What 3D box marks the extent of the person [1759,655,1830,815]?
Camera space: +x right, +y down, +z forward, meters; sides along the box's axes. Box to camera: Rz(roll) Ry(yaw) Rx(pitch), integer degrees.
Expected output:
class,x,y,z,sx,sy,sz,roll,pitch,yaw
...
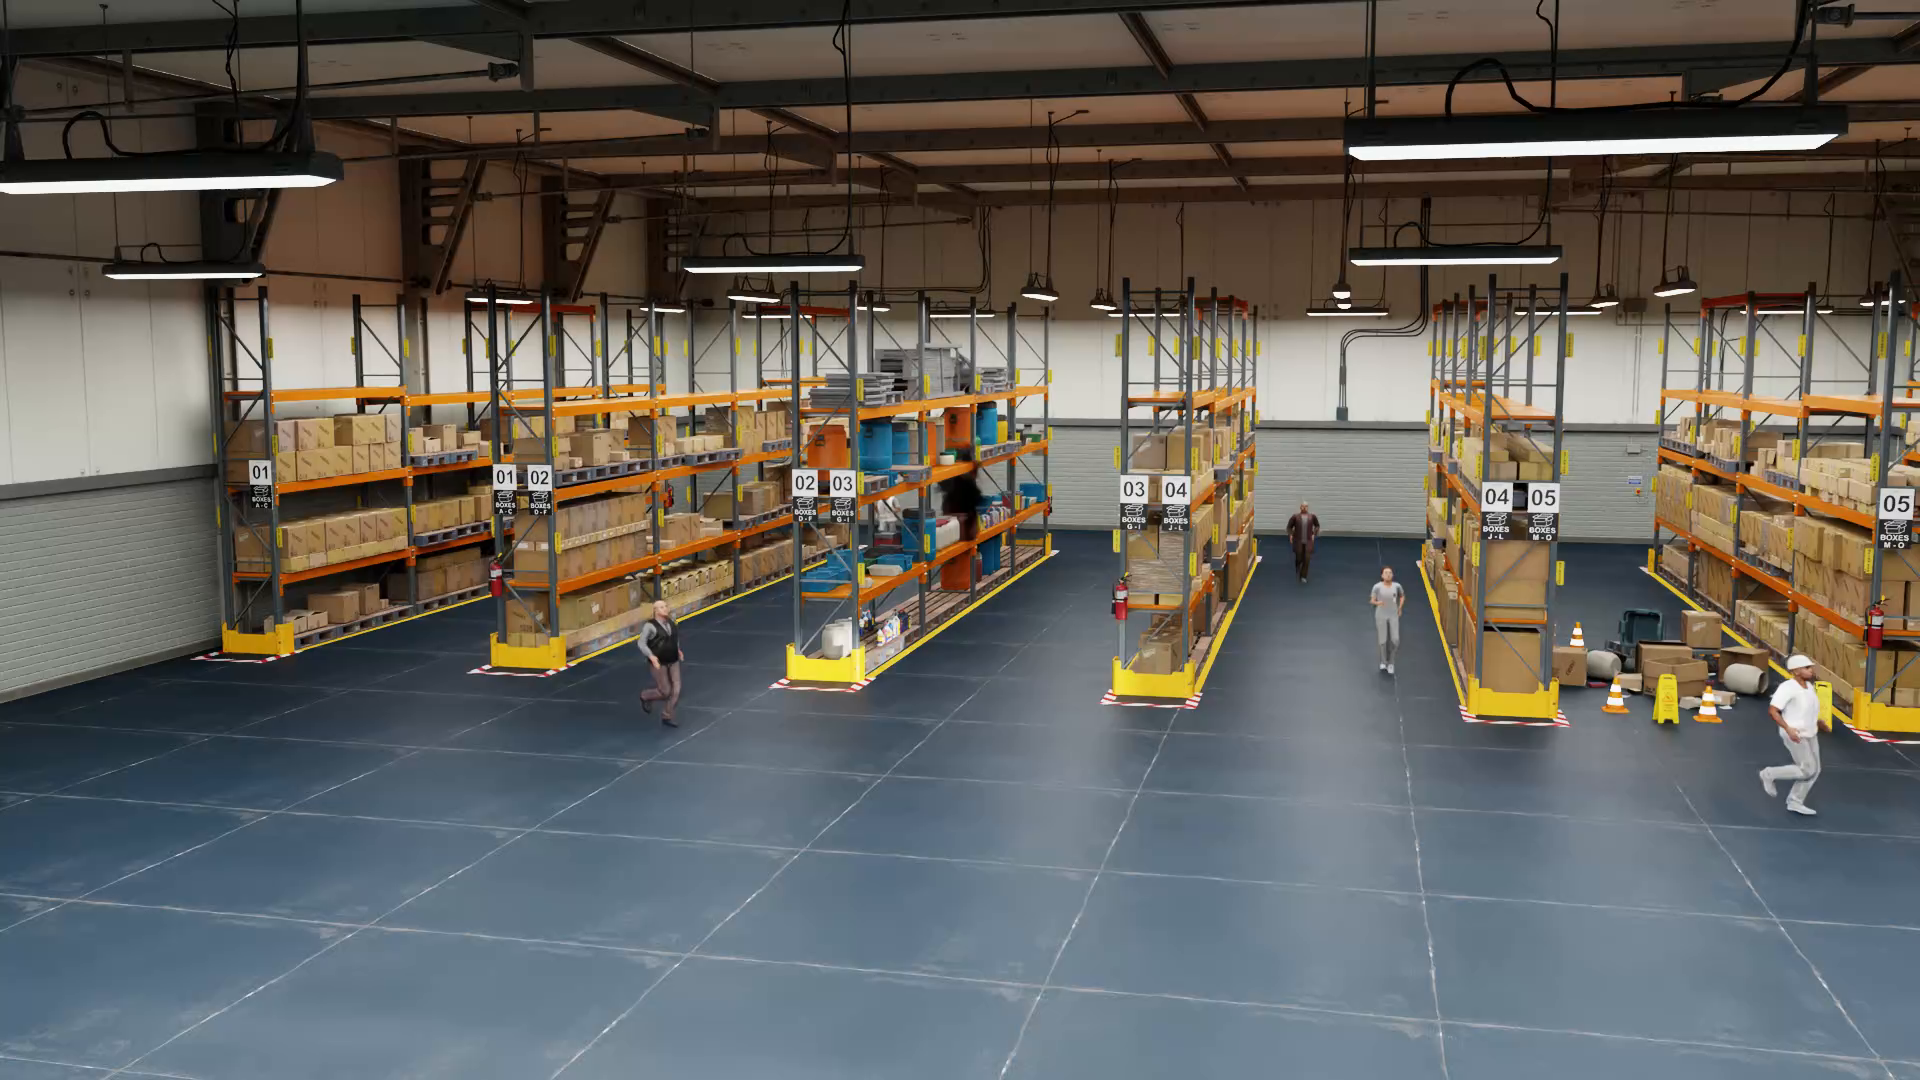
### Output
class,x,y,z,sx,sy,sz,roll,pitch,yaw
person,9.032,2.091,18.004,0.690,1.721,0.589,-5,8,-37

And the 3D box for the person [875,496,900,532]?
class,x,y,z,sx,sy,sz,roll,pitch,yaw
person,-1.742,-0.390,39.364,0.673,1.849,0.727,1,7,7

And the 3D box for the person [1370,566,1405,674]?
class,x,y,z,sx,sy,sz,roll,pitch,yaw
person,6.607,1.236,25.677,0.546,1.678,0.641,1,7,7

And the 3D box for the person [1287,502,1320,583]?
class,x,y,z,sx,sy,sz,roll,pitch,yaw
person,7.402,0.076,35.847,0.714,1.655,0.674,1,7,7

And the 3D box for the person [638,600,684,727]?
class,x,y,z,sx,sy,sz,roll,pitch,yaw
person,-3.986,1.638,22.194,0.636,1.685,0.668,6,9,41
